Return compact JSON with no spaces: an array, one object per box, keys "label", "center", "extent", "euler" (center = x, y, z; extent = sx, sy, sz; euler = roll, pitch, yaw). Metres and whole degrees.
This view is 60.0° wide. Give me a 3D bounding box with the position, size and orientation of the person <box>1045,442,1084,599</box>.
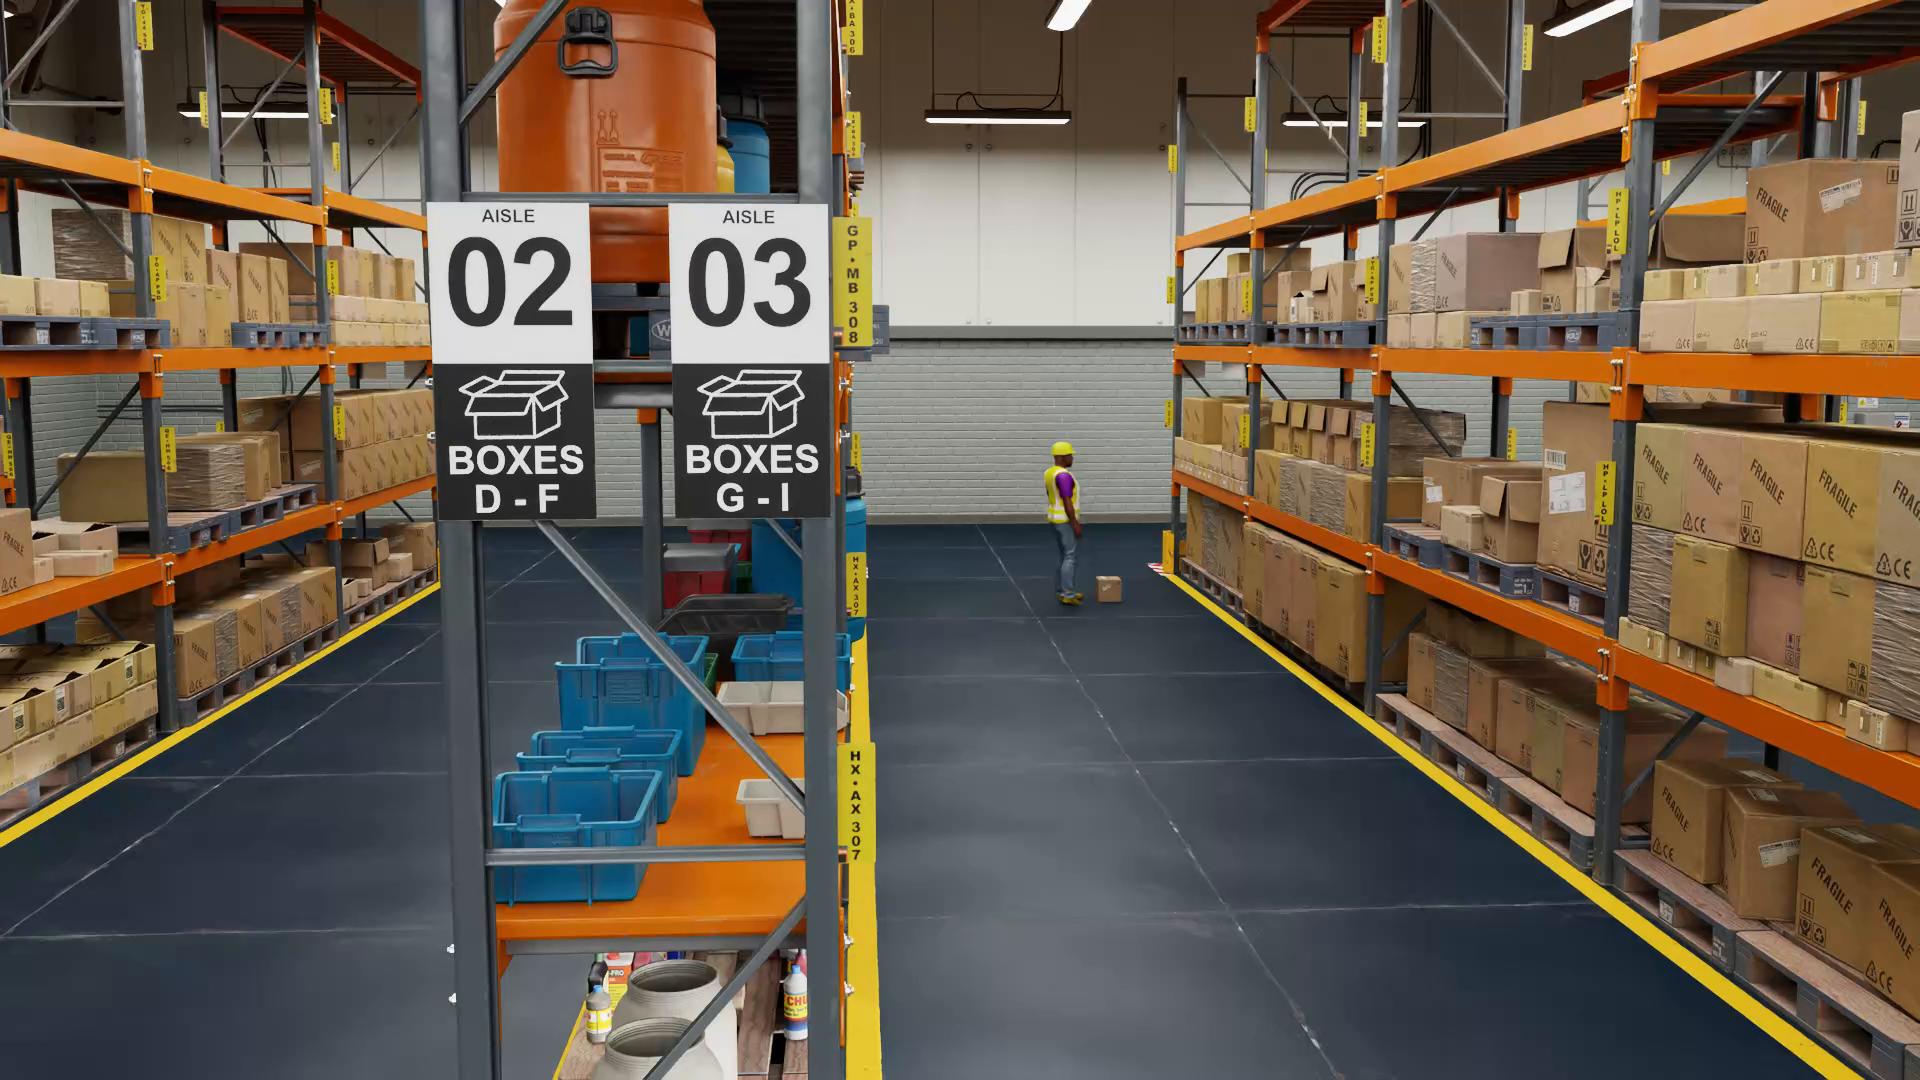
[{"label":"person","center":[1.133,-0.230,18.322],"extent":[0.337,1.703,0.592],"euler":[-2,7,-15]}]
